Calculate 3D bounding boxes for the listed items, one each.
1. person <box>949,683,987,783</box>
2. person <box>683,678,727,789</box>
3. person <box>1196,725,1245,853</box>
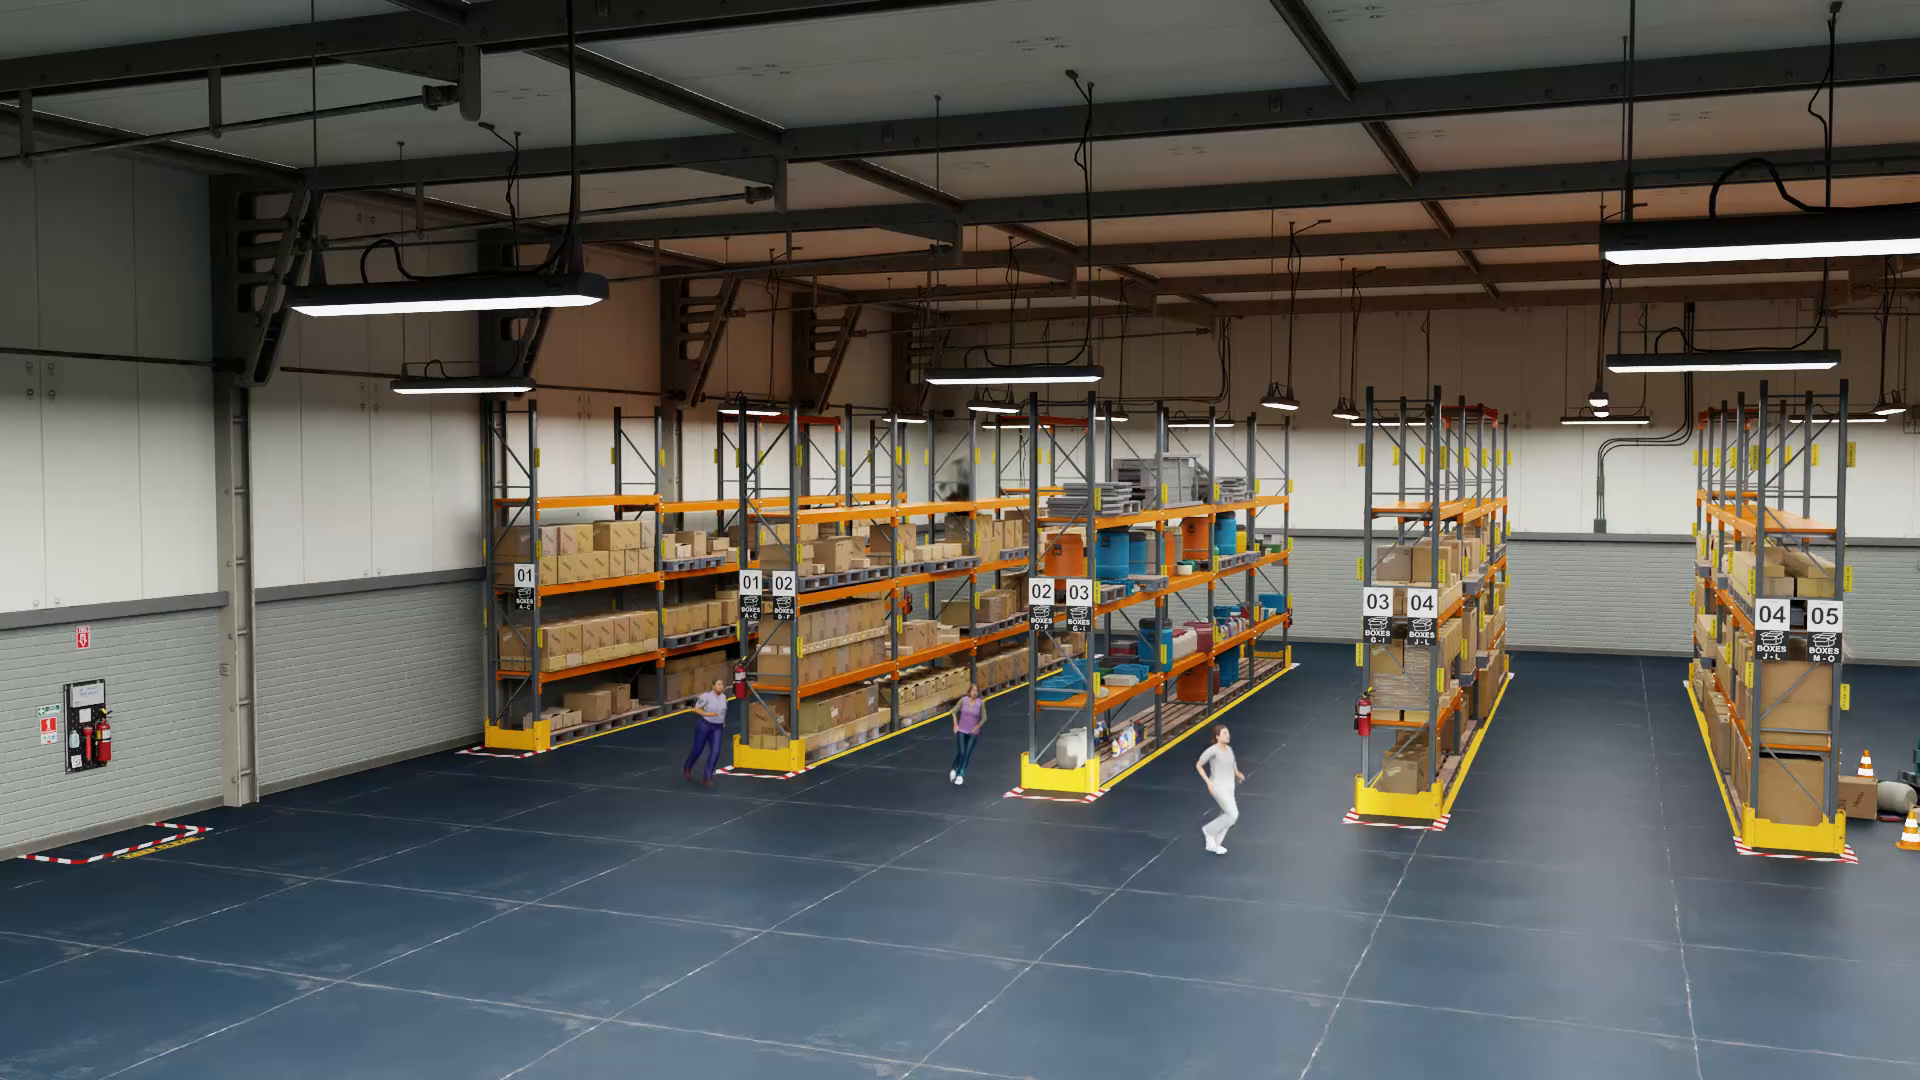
[{"bbox_3d":[0.129,2.968,25.458,0.575,1.547,0.493,0,3,-3],"label":"person"},{"bbox_3d":[-3.832,2.936,25.610,0.646,1.636,0.888,-2,3,-32],"label":"person"},{"bbox_3d":[3.331,3.144,20.945,0.550,1.629,0.565,-3,4,-44],"label":"person"}]
